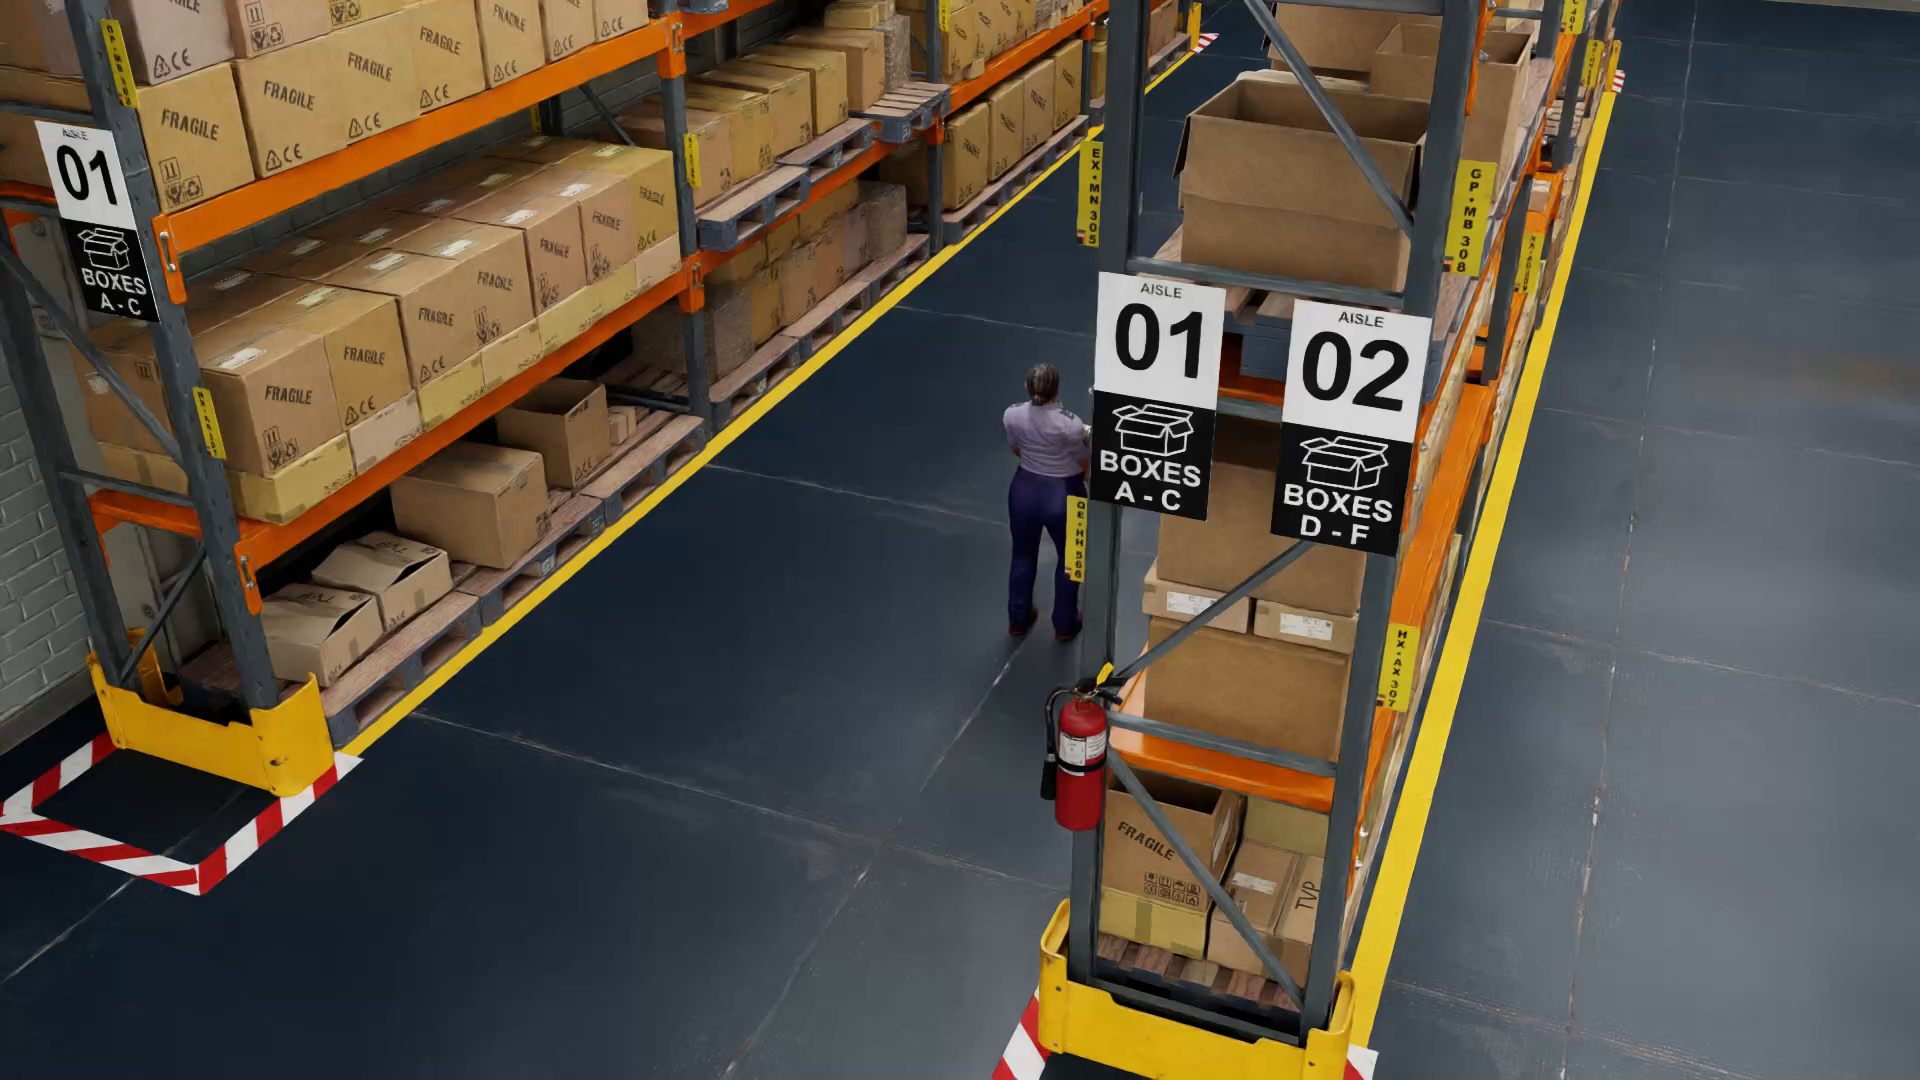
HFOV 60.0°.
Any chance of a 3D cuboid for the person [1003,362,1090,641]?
[{"bbox_3d":[0.487,-0.236,8.836,0.452,1.629,0.525,12,32,20],"label":"person"}]
